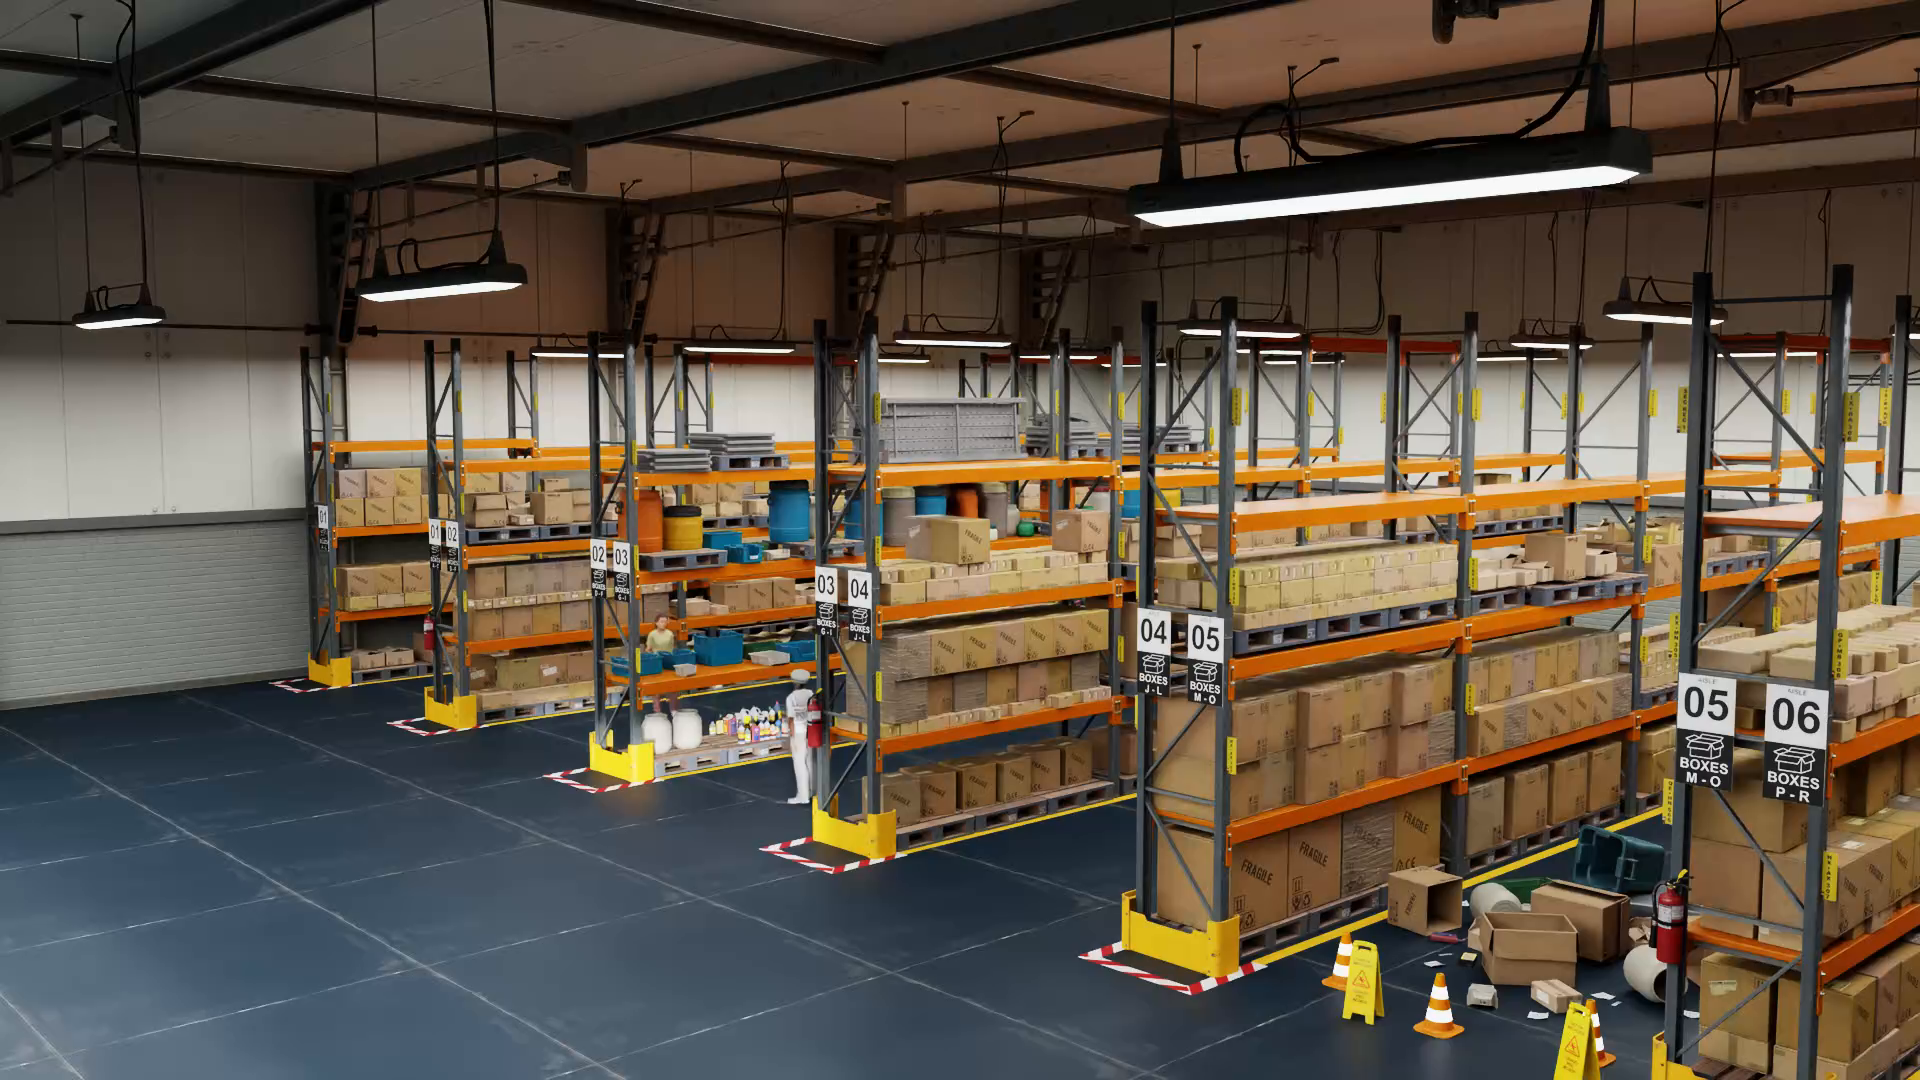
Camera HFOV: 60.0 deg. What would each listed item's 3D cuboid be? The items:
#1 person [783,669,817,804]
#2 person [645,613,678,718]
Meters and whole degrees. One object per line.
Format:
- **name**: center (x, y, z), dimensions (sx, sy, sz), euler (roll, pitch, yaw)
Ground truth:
- **person**: center (-1.959, 2.482, 21.036), dimensions (0.405, 1.726, 0.620), euler (5, 7, 42)
- **person**: center (-4.769, 2.018, 26.540), dimensions (0.539, 1.704, 0.355), euler (-2, 5, -24)
